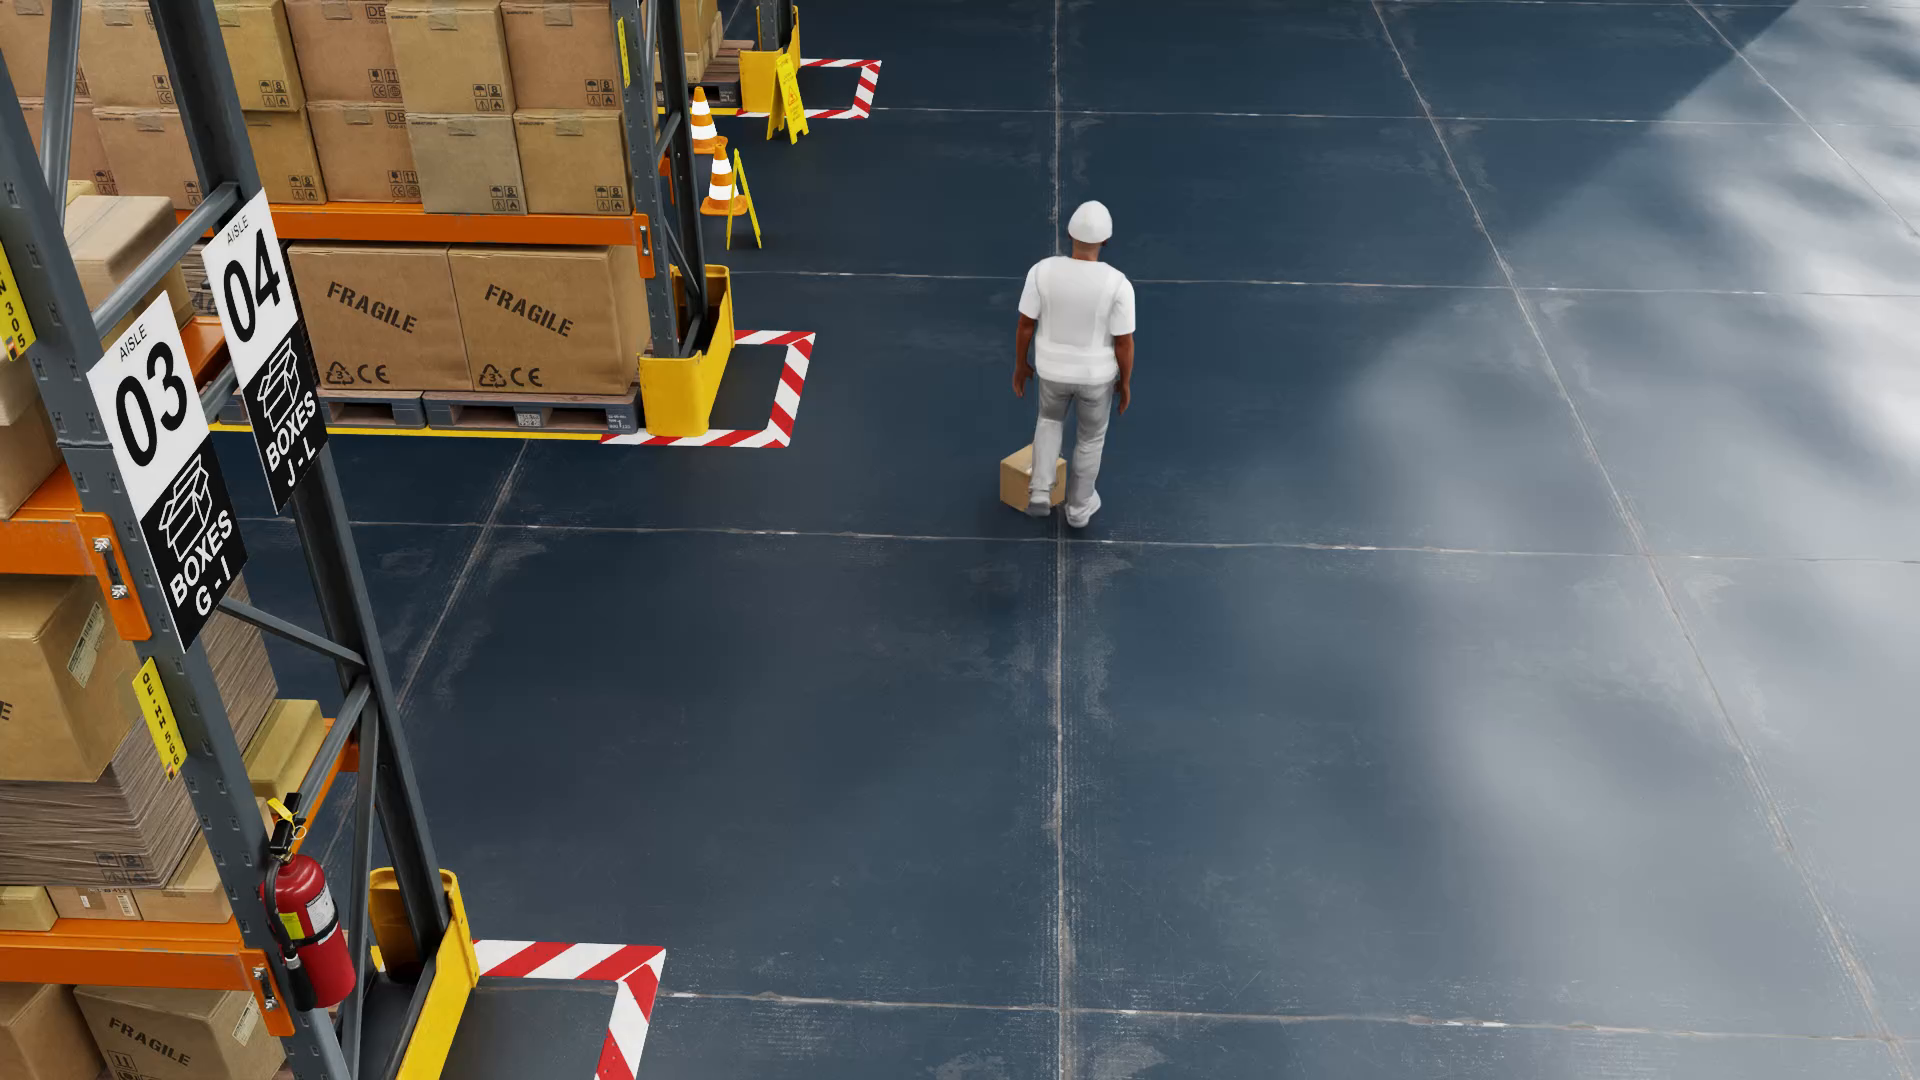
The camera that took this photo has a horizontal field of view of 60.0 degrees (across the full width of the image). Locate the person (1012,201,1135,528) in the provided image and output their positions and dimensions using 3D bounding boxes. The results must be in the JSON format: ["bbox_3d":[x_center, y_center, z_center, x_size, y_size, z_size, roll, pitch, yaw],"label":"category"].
[{"bbox_3d":[0.548,-0.815,8.202,0.596,1.756,0.528,11,37,15],"label":"person"}]
